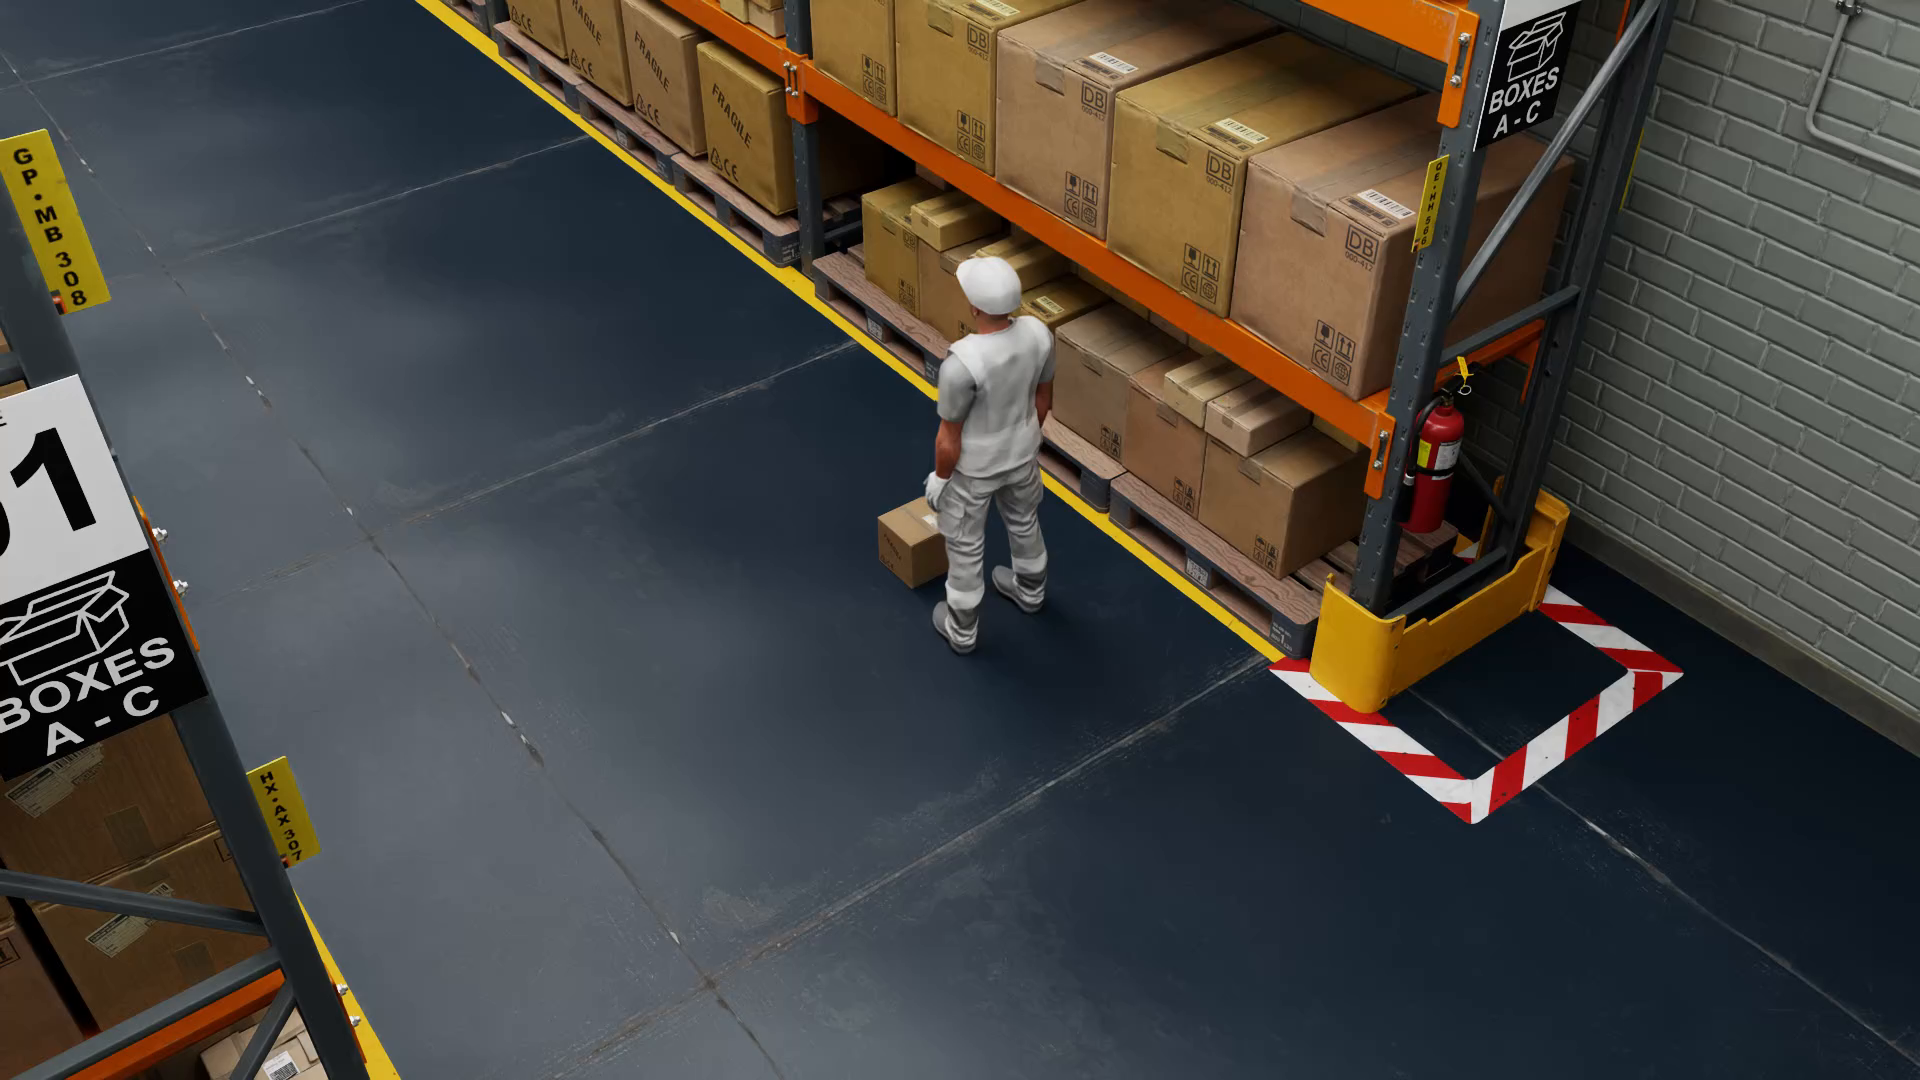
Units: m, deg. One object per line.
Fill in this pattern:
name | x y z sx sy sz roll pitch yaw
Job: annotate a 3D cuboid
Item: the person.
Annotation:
person | 0.091 -0.346 6.542 0.570 1.792 0.405 -22 45 -24
